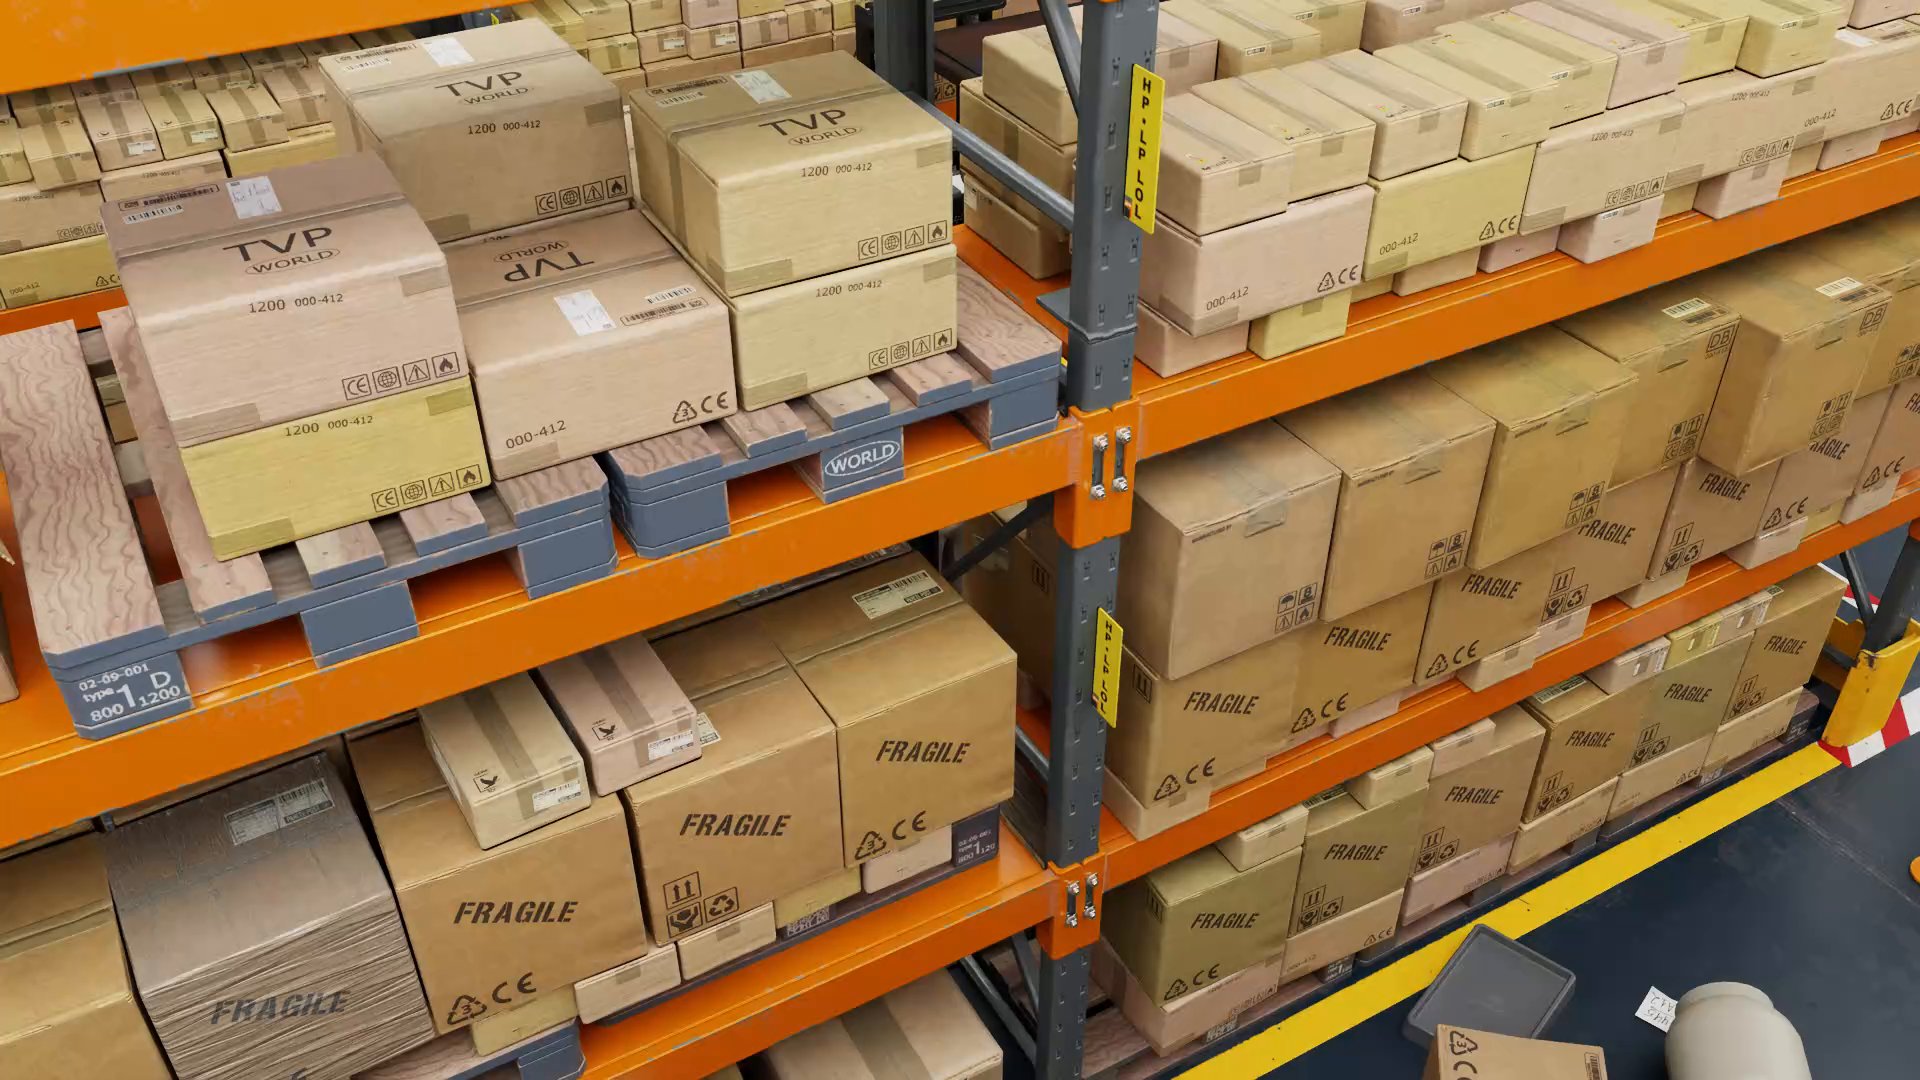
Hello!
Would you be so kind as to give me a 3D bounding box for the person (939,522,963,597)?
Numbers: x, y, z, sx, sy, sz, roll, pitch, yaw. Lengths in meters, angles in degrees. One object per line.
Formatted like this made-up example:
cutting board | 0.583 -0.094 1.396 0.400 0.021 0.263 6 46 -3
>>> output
person | -0.075 -0.036 6.683 0.549 1.674 0.548 -28 45 -32
